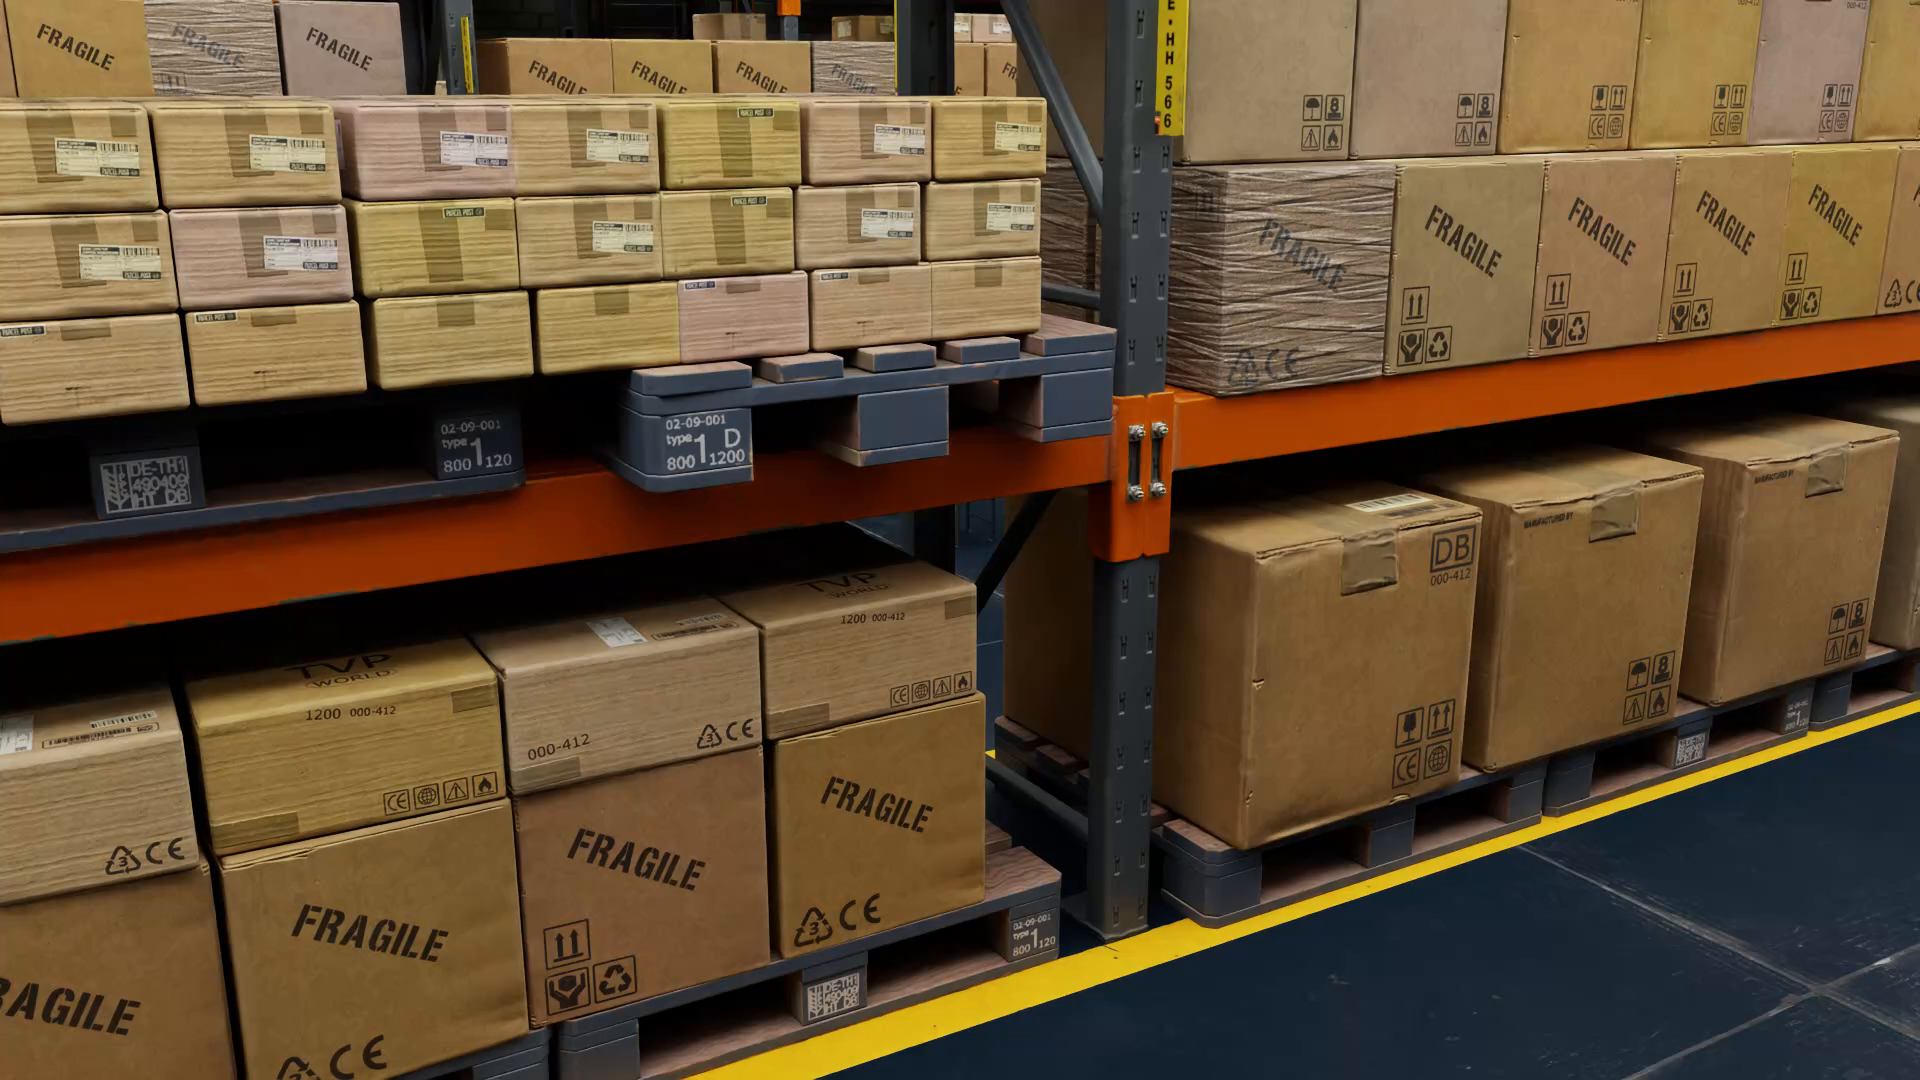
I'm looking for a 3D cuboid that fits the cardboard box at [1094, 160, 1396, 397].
[{"bbox_3d":[0.669,-0.651,3.990,0.500,0.500,0.500,-9,18,-29],"label":"cardboard box"}]

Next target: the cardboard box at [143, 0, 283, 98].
[{"bbox_3d":[-3.235,-2.058,7.158,0.500,0.500,0.500,-9,18,-29],"label":"cardboard box"}]

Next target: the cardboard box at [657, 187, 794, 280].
[{"bbox_3d":[-0.496,-0.579,3.054,0.250,0.149,0.380,-9,18,-28],"label":"cardboard box"}]

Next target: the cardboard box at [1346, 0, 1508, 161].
[{"bbox_3d":[0.968,-1.263,4.322,0.500,0.500,0.700,-10,18,-31],"label":"cardboard box"}]

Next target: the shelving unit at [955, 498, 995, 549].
[{"bbox_3d":[0.012,-0.580,7.255,0.189,1.200,0.258,-9,18,-30],"label":"shelving unit"}]

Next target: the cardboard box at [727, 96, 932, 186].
[{"bbox_3d":[-0.255,-0.762,3.157,0.250,0.149,0.380,-9,18,-30],"label":"cardboard box"}]

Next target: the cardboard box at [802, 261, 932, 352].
[{"bbox_3d":[-0.254,-0.475,3.236,0.250,0.149,0.380,-9,18,-30],"label":"cardboard box"}]

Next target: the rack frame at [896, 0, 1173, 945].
[{"bbox_3d":[0.145,-0.603,4.004,0.127,3.000,1.000,-9,18,-30],"label":"rack frame"}]

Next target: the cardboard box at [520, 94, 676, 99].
[{"bbox_3d":[-0.792,-0.880,3.578,0.250,0.149,0.380,-9,18,-30],"label":"cardboard box"}]

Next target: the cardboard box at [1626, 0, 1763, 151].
[{"bbox_3d":[1.845,-1.406,4.832,0.500,0.500,0.700,-9,18,-30],"label":"cardboard box"}]

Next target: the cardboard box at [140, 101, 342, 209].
[{"bbox_3d":[-1.148,-0.617,2.640,0.250,0.149,0.380,-8,18,-27],"label":"cardboard box"}]

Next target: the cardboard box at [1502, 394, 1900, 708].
[{"bbox_3d":[2.260,-0.038,5.377,0.750,0.750,1.050,-9,18,-30],"label":"cardboard box"}]

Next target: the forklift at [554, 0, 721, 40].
[{"bbox_3d":[-2.196,-2.686,11.563,1.130,2.935,3.031,-3,16,-12],"label":"forklift"}]

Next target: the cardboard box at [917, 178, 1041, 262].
[{"bbox_3d":[-0.044,-0.654,3.320,0.250,0.149,0.380,-9,18,-29],"label":"cardboard box"}]

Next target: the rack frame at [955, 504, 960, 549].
[{"bbox_3d":[-0.066,-0.567,7.210,0.006,1.200,0.240,-9,18,-30],"label":"rack frame"}]

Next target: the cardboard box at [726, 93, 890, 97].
[{"bbox_3d":[-0.354,-0.951,3.830,0.250,0.149,0.380,-9,18,-30],"label":"cardboard box"}]

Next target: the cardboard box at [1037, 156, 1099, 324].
[{"bbox_3d":[0.393,-0.776,4.436,0.500,0.500,0.500,-9,18,-30],"label":"cardboard box"}]

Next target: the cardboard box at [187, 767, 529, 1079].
[{"bbox_3d":[-1.176,0.699,3.213,0.500,0.500,0.500,-10,19,-32],"label":"cardboard box"}]

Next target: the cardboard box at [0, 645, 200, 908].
[{"bbox_3d":[-1.619,0.407,2.864,0.500,0.250,0.500,-8,18,-28],"label":"cardboard box"}]

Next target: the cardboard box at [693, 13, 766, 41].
[{"bbox_3d":[-1.233,-2.733,8.886,0.250,0.149,0.380,-10,19,-32],"label":"cardboard box"}]

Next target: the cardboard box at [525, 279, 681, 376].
[{"bbox_3d":[-0.690,-0.406,2.987,0.250,0.149,0.380,-9,18,-30],"label":"cardboard box"}]

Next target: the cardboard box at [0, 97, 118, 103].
[{"bbox_3d":[-1.692,-0.735,3.058,0.250,0.149,0.380,-10,18,-30],"label":"cardboard box"}]

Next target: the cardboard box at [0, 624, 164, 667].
[{"bbox_3d":[-1.882,0.286,3.296,0.500,0.250,0.500,-10,19,-32],"label":"cardboard box"}]

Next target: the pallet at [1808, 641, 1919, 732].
[{"bbox_3d":[2.952,0.308,5.919,1.213,0.211,1.003,-9,18,-30],"label":"pallet"}]

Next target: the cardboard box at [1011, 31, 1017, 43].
[{"bbox_3d":[0.353,-3.013,9.884,0.250,0.149,0.380,-9,18,-30],"label":"cardboard box"}]

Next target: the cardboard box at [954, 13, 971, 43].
[{"bbox_3d":[-0.148,-2.738,8.902,0.250,0.149,0.380,-10,19,-32],"label":"cardboard box"}]

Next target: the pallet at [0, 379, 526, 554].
[{"bbox_3d":[-1.530,-0.226,3.015,1.213,0.211,1.003,-9,18,-30],"label":"pallet"}]

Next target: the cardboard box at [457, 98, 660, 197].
[{"bbox_3d":[-0.707,-0.688,2.892,0.250,0.149,0.380,-9,18,-28],"label":"cardboard box"}]

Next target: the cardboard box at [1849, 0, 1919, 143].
[{"bbox_3d":[2.712,-1.546,5.331,0.500,0.500,0.700,-10,18,-31],"label":"cardboard box"}]

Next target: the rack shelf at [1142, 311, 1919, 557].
[{"bbox_3d":[1.860,-0.535,5.093,4.000,0.370,1.077,-9,18,-30],"label":"rack shelf"}]

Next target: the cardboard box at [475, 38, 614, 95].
[{"bbox_3d":[-1.986,-2.137,7.961,0.500,0.500,0.500,-10,18,-31],"label":"cardboard box"}]

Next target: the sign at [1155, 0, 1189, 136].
[{"bbox_3d":[0.433,-0.998,3.415,0.005,0.325,0.100,-9,18,-30],"label":"sign"}]

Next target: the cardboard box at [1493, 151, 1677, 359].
[{"bbox_3d":[1.536,-0.793,4.495,0.500,0.500,0.500,-9,18,-30],"label":"cardboard box"}]

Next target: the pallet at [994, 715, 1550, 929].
[{"bbox_3d":[0.860,0.647,4.709,1.213,0.211,1.003,-9,18,-30],"label":"pallet"}]

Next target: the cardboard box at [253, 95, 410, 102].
[{"bbox_3d":[-1.250,-0.806,3.312,0.250,0.149,0.380,-8,18,-27],"label":"cardboard box"}]

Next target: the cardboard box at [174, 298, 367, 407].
[{"bbox_3d":[-1.143,-0.332,2.726,0.250,0.149,0.380,-9,18,-28],"label":"cardboard box"}]

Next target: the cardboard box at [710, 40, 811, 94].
[{"bbox_3d":[-1.091,-2.286,8.495,0.500,0.500,0.500,-9,18,-29],"label":"cardboard box"}]

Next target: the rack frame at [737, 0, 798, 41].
[{"bbox_3d":[-1.621,-3.438,14.118,0.127,3.000,1.000,-9,18,-30],"label":"rack frame"}]

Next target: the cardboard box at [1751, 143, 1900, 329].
[{"bbox_3d":[2.398,-0.932,4.994,0.500,0.500,0.500,-9,18,-29],"label":"cardboard box"}]

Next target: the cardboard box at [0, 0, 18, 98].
[{"bbox_3d":[-4.101,-1.922,6.672,0.500,0.500,0.500,-10,18,-31],"label":"cardboard box"}]

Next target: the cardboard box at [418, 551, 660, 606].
[{"bbox_3d":[-1.005,0.148,3.790,0.500,0.250,0.500,-9,18,-30],"label":"cardboard box"}]

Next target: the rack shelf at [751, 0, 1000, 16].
[{"bbox_3d":[0.093,-4.814,14.802,4.000,0.370,1.077,-9,18,-30],"label":"rack shelf"}]

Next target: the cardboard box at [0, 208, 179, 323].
[{"bbox_3d":[-1.369,-0.438,2.551,0.250,0.149,0.380,-10,18,-31],"label":"cardboard box"}]

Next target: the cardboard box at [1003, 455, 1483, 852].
[{"bbox_3d":[0.714,0.214,4.479,0.750,0.750,1.050,-9,18,-30],"label":"cardboard box"}]

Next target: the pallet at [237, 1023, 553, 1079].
[{"bbox_3d":[-1.570,1.016,3.393,1.213,0.211,1.003,-9,18,-30],"label":"pallet"}]

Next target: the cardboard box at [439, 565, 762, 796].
[{"bbox_3d":[-0.733,0.266,3.369,0.500,0.250,0.500,-9,18,-29],"label":"cardboard box"}]

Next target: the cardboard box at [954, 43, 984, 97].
[{"bbox_3d":[-0.209,-2.427,8.997,0.500,0.500,0.500,-9,18,-28],"label":"cardboard box"}]

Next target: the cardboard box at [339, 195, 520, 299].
[{"bbox_3d":[-0.925,-0.510,2.809,0.250,0.149,0.380,-9,18,-30],"label":"cardboard box"}]

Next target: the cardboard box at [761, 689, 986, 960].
[{"bbox_3d":[-0.284,0.550,3.743,0.500,0.500,0.500,-9,18,-30],"label":"cardboard box"}]
